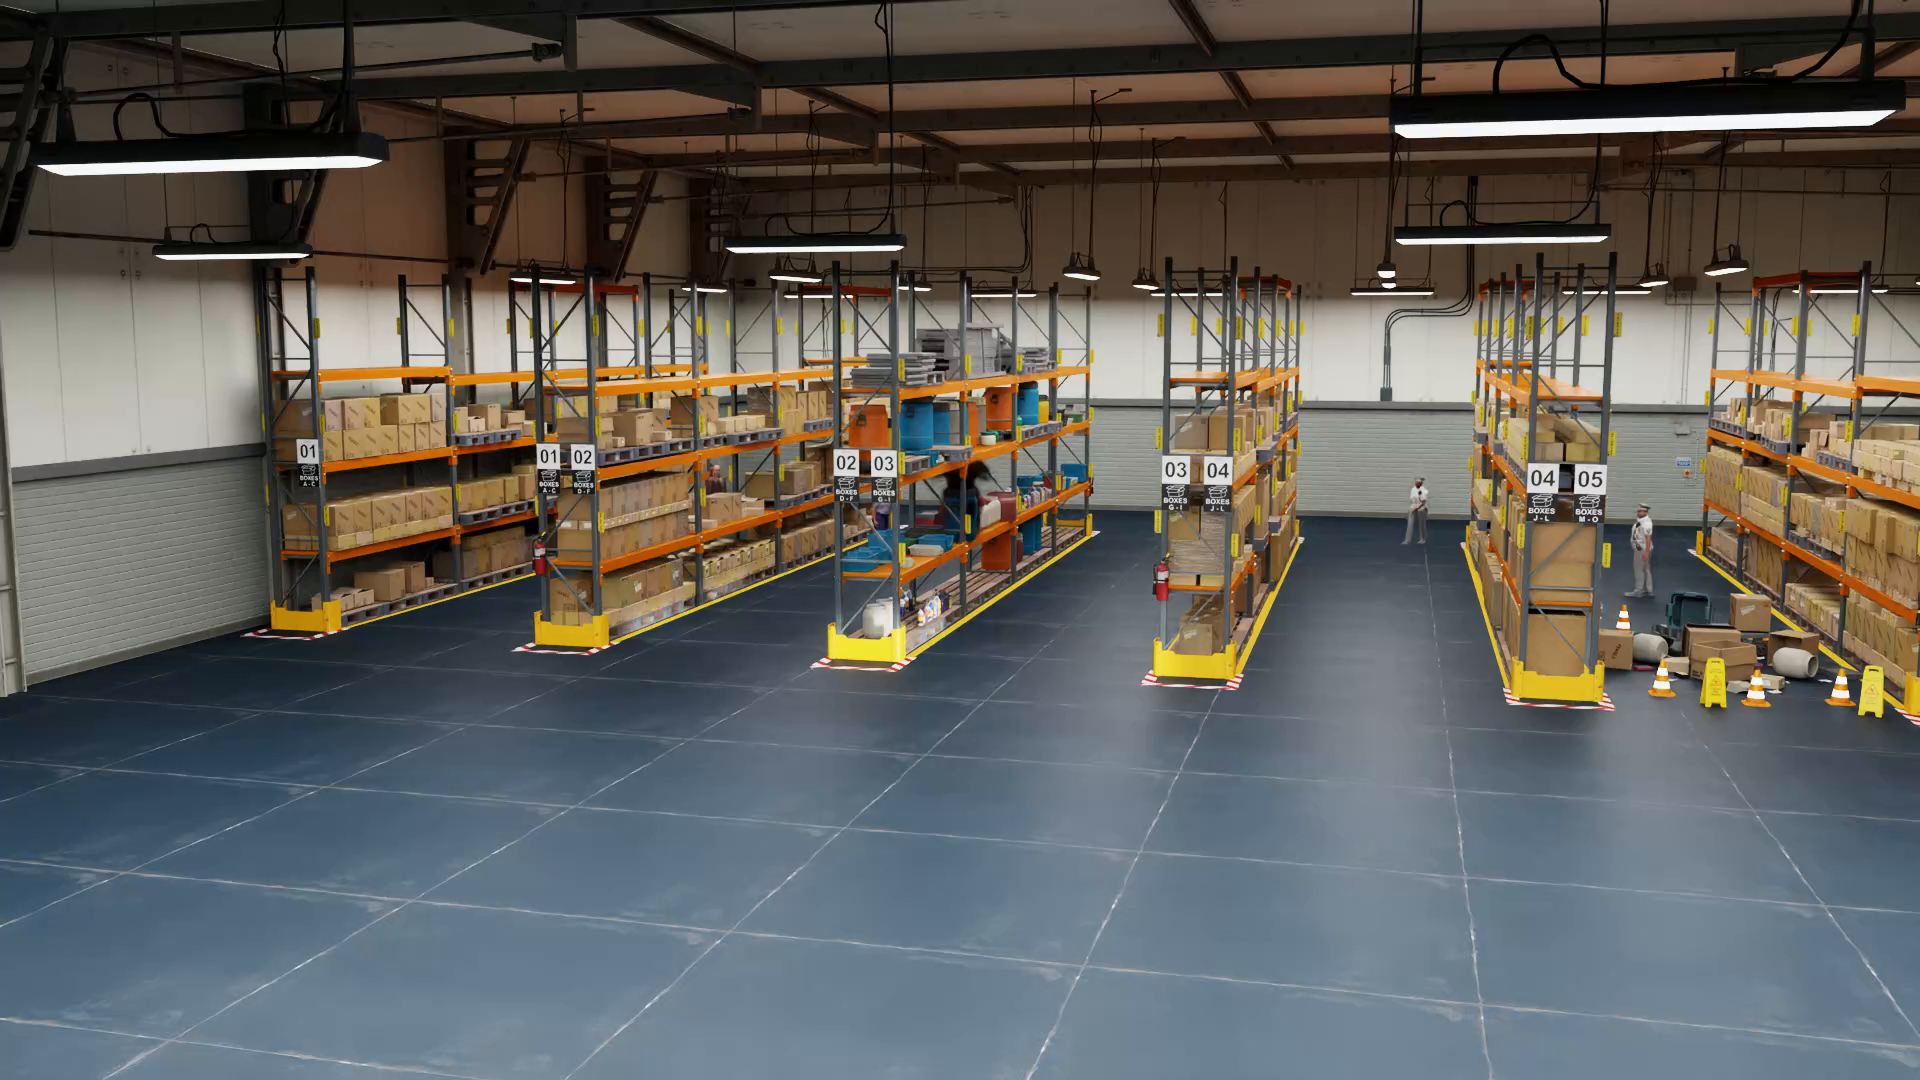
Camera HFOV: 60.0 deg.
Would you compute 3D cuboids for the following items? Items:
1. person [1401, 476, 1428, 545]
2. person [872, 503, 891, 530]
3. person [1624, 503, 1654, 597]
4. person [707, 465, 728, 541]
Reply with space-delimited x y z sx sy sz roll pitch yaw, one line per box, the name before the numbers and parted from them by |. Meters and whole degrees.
person | 10.515 -0.679 38.309 0.515 1.611 1.017 6 9 39
person | -1.667 -0.414 36.377 0.505 1.671 0.520 4 8 26
person | 12.783 0.181 31.186 0.460 1.758 0.556 5 9 32
person | -5.749 -0.878 39.451 0.414 1.805 0.615 4 8 26
